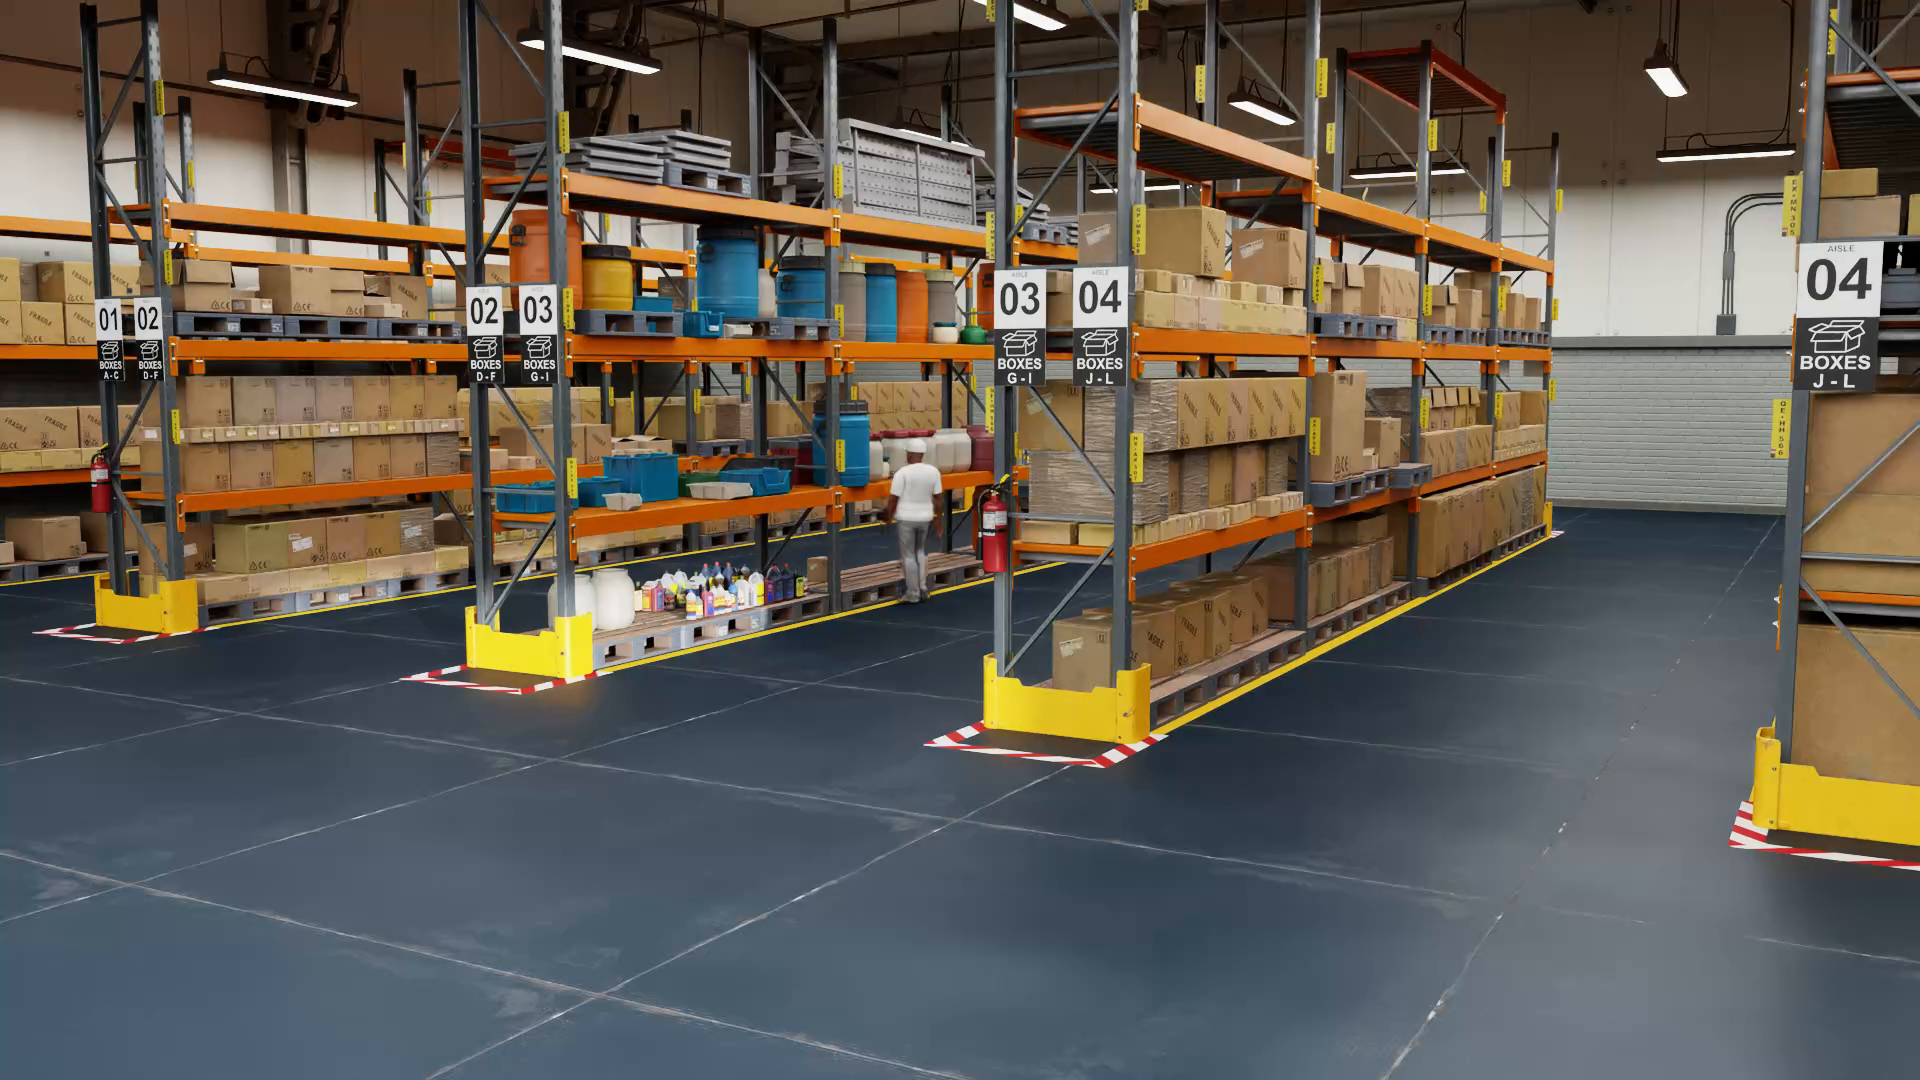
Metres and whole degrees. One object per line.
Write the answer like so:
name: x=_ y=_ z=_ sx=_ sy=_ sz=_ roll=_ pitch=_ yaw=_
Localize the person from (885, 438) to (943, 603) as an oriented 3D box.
person: x=-0.516 y=-0.195 z=17.930 sx=0.616 sy=1.805 sz=0.479 roll=-3 pitch=7 yaw=-28
